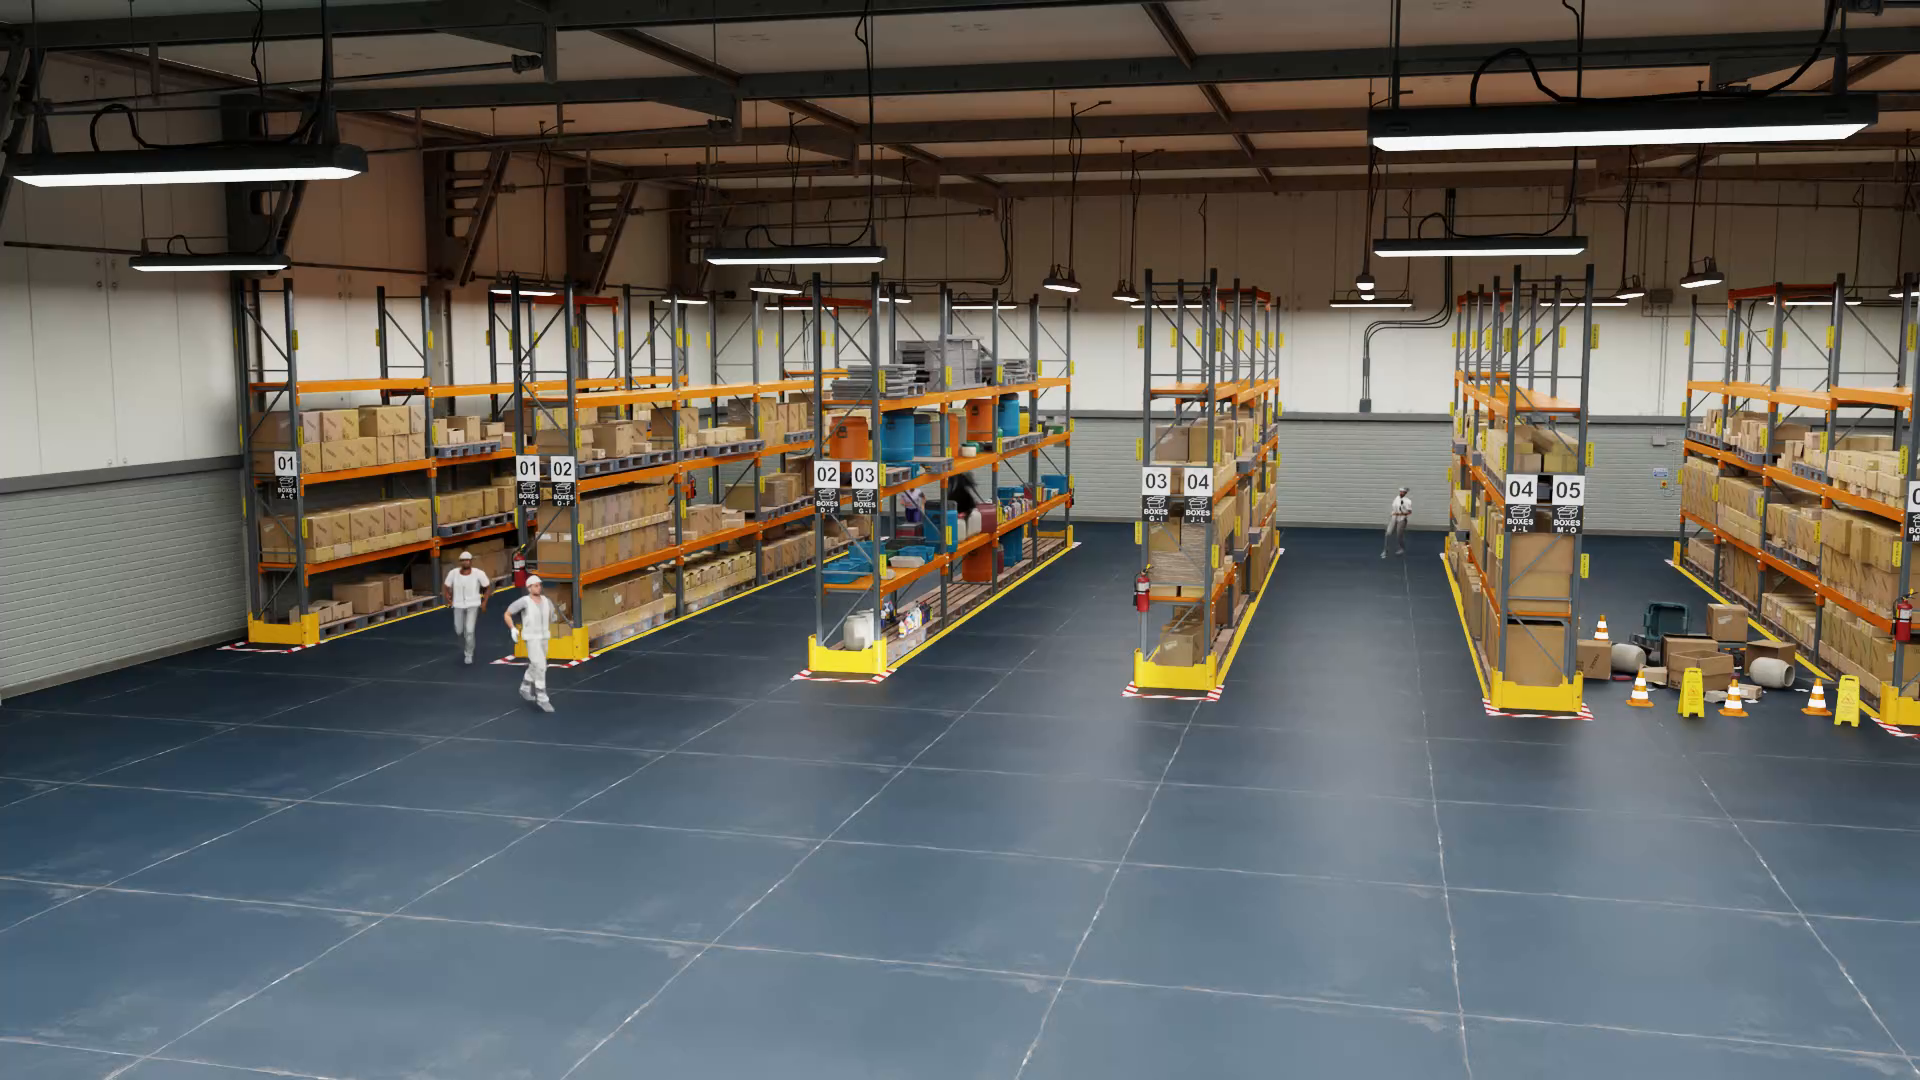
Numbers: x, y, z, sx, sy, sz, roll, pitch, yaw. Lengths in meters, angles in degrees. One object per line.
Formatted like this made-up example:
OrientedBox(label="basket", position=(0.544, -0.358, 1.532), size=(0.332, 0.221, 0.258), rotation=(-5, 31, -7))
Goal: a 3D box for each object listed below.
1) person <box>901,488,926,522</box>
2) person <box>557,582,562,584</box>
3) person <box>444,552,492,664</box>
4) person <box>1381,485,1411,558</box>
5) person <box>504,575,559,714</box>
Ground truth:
OrientedBox(label="person", position=(-1.140, -0.608, 40.221), size=(0.556, 1.713, 0.800), rotation=(1, 7, 12))
OrientedBox(label="person", position=(-7.034, 0.621, 29.658), size=(0.600, 1.645, 0.566), rotation=(1, 7, 8))
OrientedBox(label="person", position=(-7.723, 1.031, 26.061), size=(0.737, 1.723, 0.601), rotation=(0, 7, -3))
OrientedBox(label="person", position=(10.165, -0.433, 38.453), size=(0.843, 1.680, 0.614), rotation=(-6, 9, -43))
OrientedBox(label="person", position=(-5.783, 1.394, 22.631), size=(0.843, 1.838, 0.656), rotation=(5, 8, 33))
